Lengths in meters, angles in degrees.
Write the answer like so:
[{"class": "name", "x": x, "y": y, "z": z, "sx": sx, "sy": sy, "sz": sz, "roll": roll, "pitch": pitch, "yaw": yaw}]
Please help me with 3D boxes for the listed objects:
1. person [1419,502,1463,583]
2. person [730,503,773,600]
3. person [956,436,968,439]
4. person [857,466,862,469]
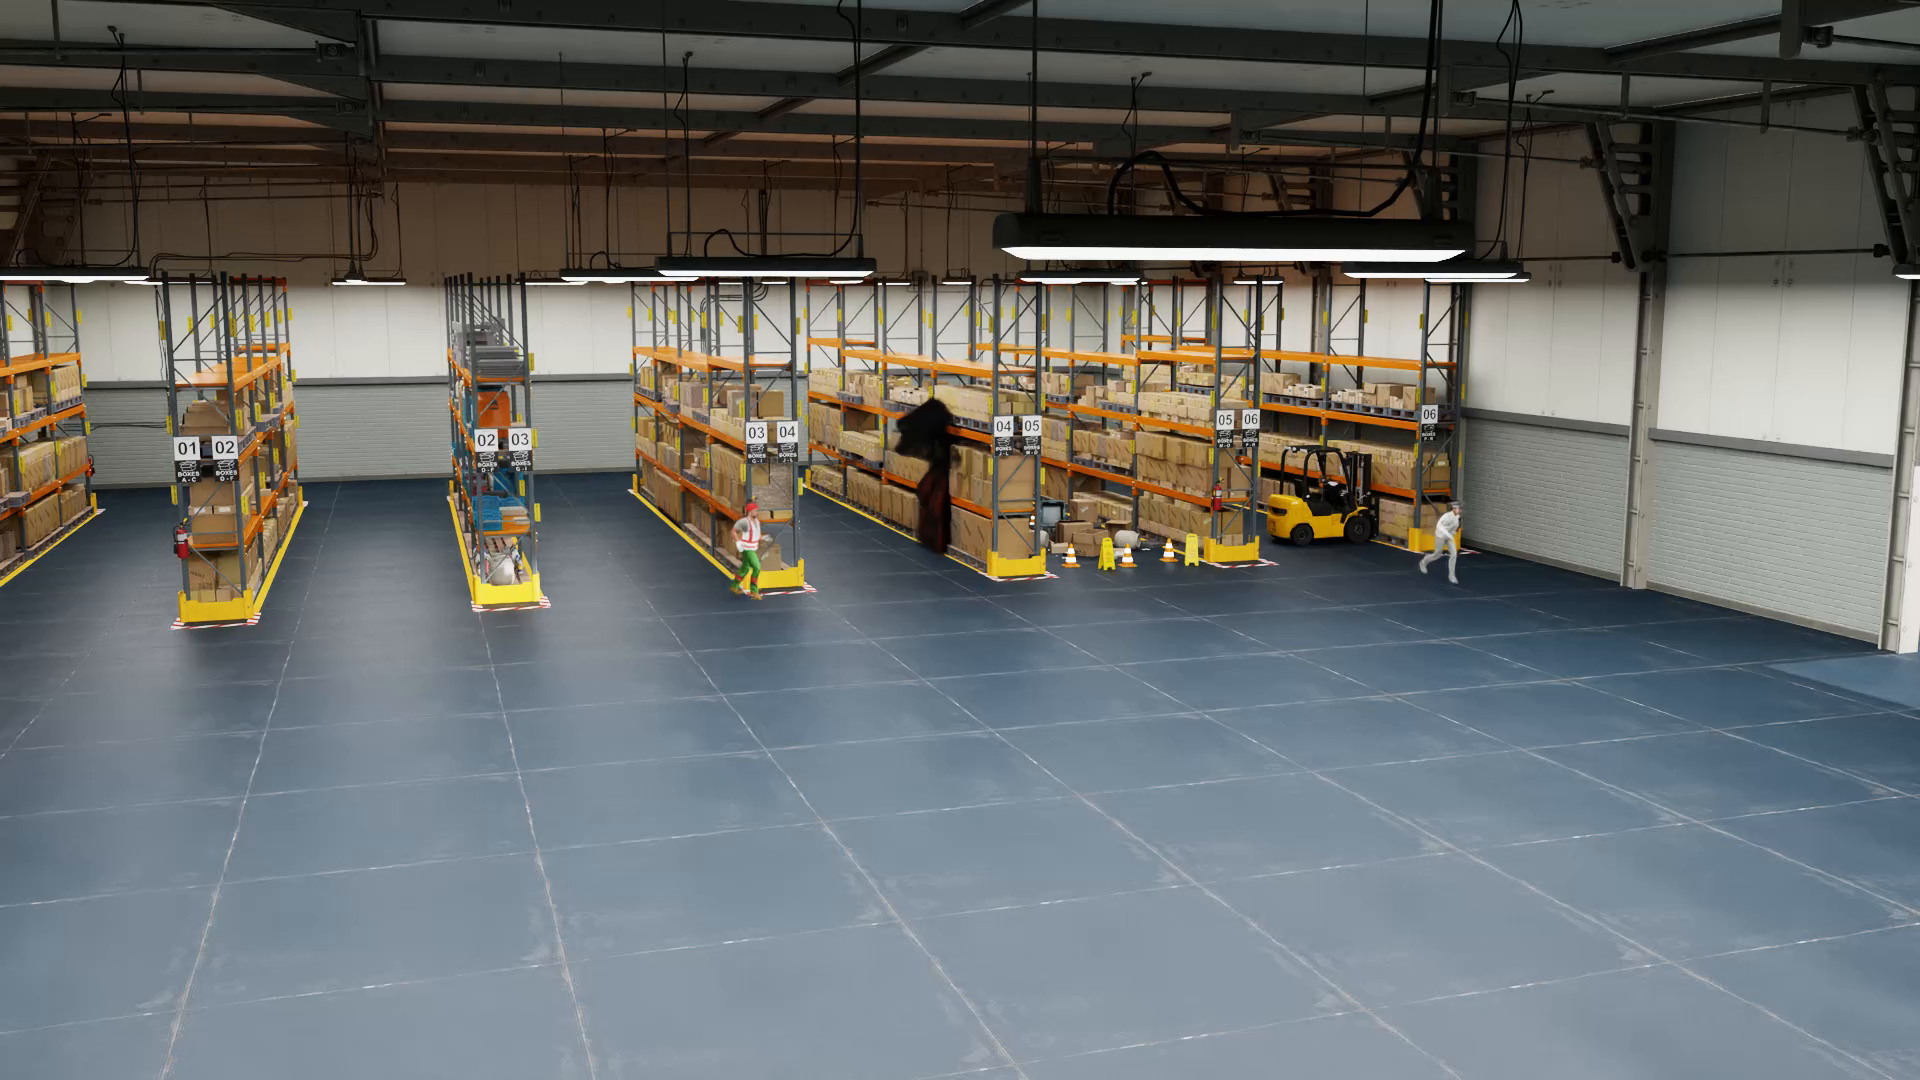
[{"class": "person", "x": 9.525, "y": 0.006, "z": 32.910, "sx": 0.654, "sy": 1.627, "sz": 0.977, "roll": -7, "pitch": 11, "yaw": -38}, {"class": "person", "x": -3.923, "y": 0.214, "z": 30.879, "sx": 0.891, "sy": 1.831, "sz": 0.591, "roll": 3, "pitch": 9, "yaw": 19}, {"class": "person", "x": 0.189, "y": -2.846, "z": 51.567, "sx": 0.802, "sy": 1.598, "sz": 0.524, "roll": -4, "pitch": 9, "yaw": -24}, {"class": "person", "x": -2.872, "y": -2.791, "z": 50.710, "sx": 0.791, "sy": 1.851, "sz": 0.647, "roll": -4, "pitch": 10, "yaw": -25}]
